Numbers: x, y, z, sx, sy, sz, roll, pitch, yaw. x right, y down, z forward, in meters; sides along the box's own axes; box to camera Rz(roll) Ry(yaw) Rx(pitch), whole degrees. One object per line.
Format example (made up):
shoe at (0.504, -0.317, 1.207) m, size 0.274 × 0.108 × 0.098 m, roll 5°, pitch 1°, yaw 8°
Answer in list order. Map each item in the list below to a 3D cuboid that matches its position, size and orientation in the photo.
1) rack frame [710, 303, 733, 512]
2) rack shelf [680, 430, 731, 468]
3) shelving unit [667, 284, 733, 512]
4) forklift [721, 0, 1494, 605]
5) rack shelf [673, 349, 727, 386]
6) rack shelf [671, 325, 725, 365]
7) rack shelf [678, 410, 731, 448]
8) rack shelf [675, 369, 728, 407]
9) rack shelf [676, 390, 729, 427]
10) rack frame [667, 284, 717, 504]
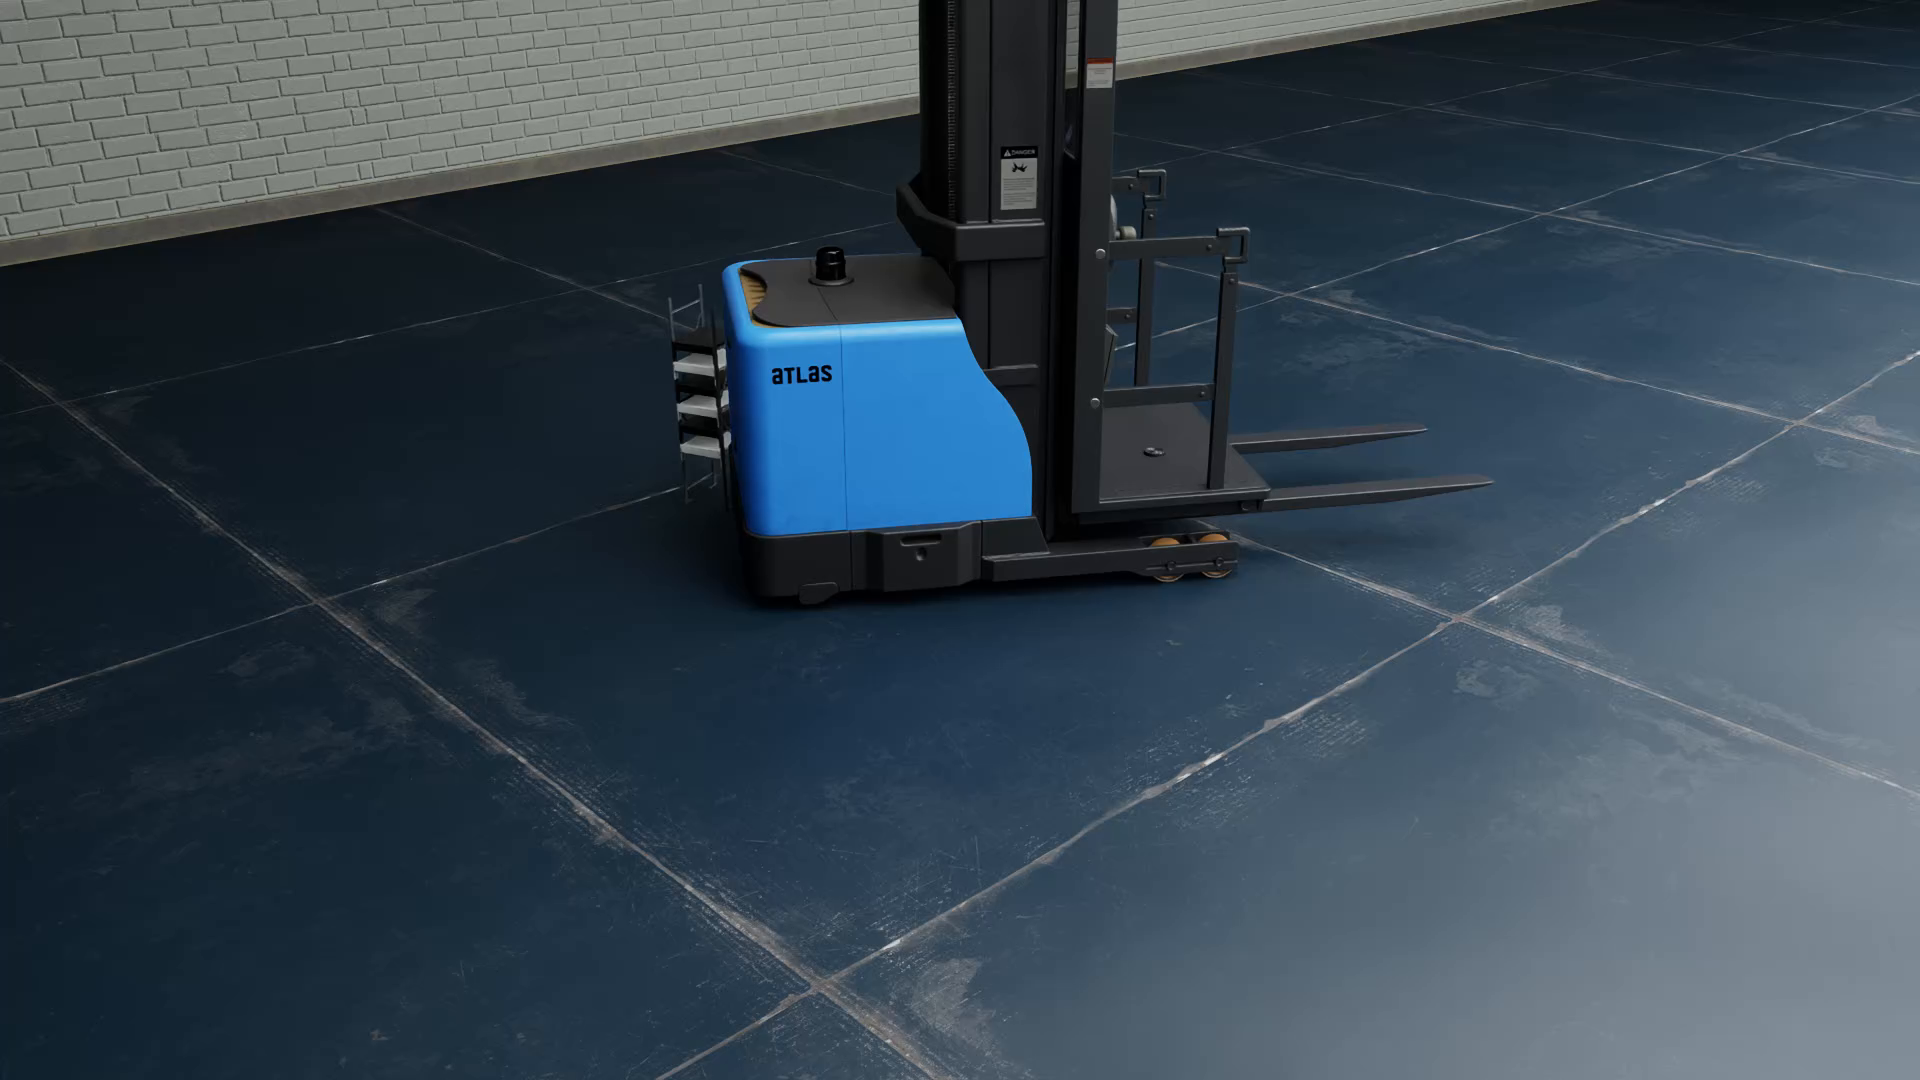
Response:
rack frame at (-0.941, -0.575, 6.920) m, size 0.006 × 0.900 × 0.240 m, roll 11°, pitch 27°, yaw 23°
rack shelf at (-1.030, -0.397, 7.048) m, size 0.200 × 0.077 × 0.258 m, roll 11°, pitch 27°, yaw 23°
shelving unit at (-1.033, -0.592, 6.960) m, size 0.210 × 0.900 × 0.258 m, roll 11°, pitch 27°, yaw 23°
forklift at (0.615, -1.383, 6.249) m, size 3.031 × 2.935 × 1.130 m, roll -5°, pitch 25°, yaw -10°
rack shelf at (-1.034, -0.726, 6.900) m, size 0.200 × 0.077 × 0.258 m, roll 11°, pitch 27°, yaw 23°
rack shelf at (-1.035, -0.808, 6.863) m, size 0.200 × 0.077 × 0.258 m, roll 11°, pitch 27°, yaw 23°
rack shelf at (-1.031, -0.479, 7.011) m, size 0.200 × 0.077 × 0.258 m, roll 11°, pitch 27°, yaw 23°
rack shelf at (-1.033, -0.643, 6.937) m, size 0.200 × 0.077 × 0.258 m, roll 11°, pitch 27°, yaw 23°
rack shelf at (-1.032, -0.561, 6.974) m, size 0.200 × 0.077 × 0.258 m, roll 11°, pitch 27°, yaw 23°
rack frame at (-1.124, -0.609, 7.000) m, size 0.006 × 0.900 × 0.240 m, roll 11°, pitch 27°, yaw 23°
